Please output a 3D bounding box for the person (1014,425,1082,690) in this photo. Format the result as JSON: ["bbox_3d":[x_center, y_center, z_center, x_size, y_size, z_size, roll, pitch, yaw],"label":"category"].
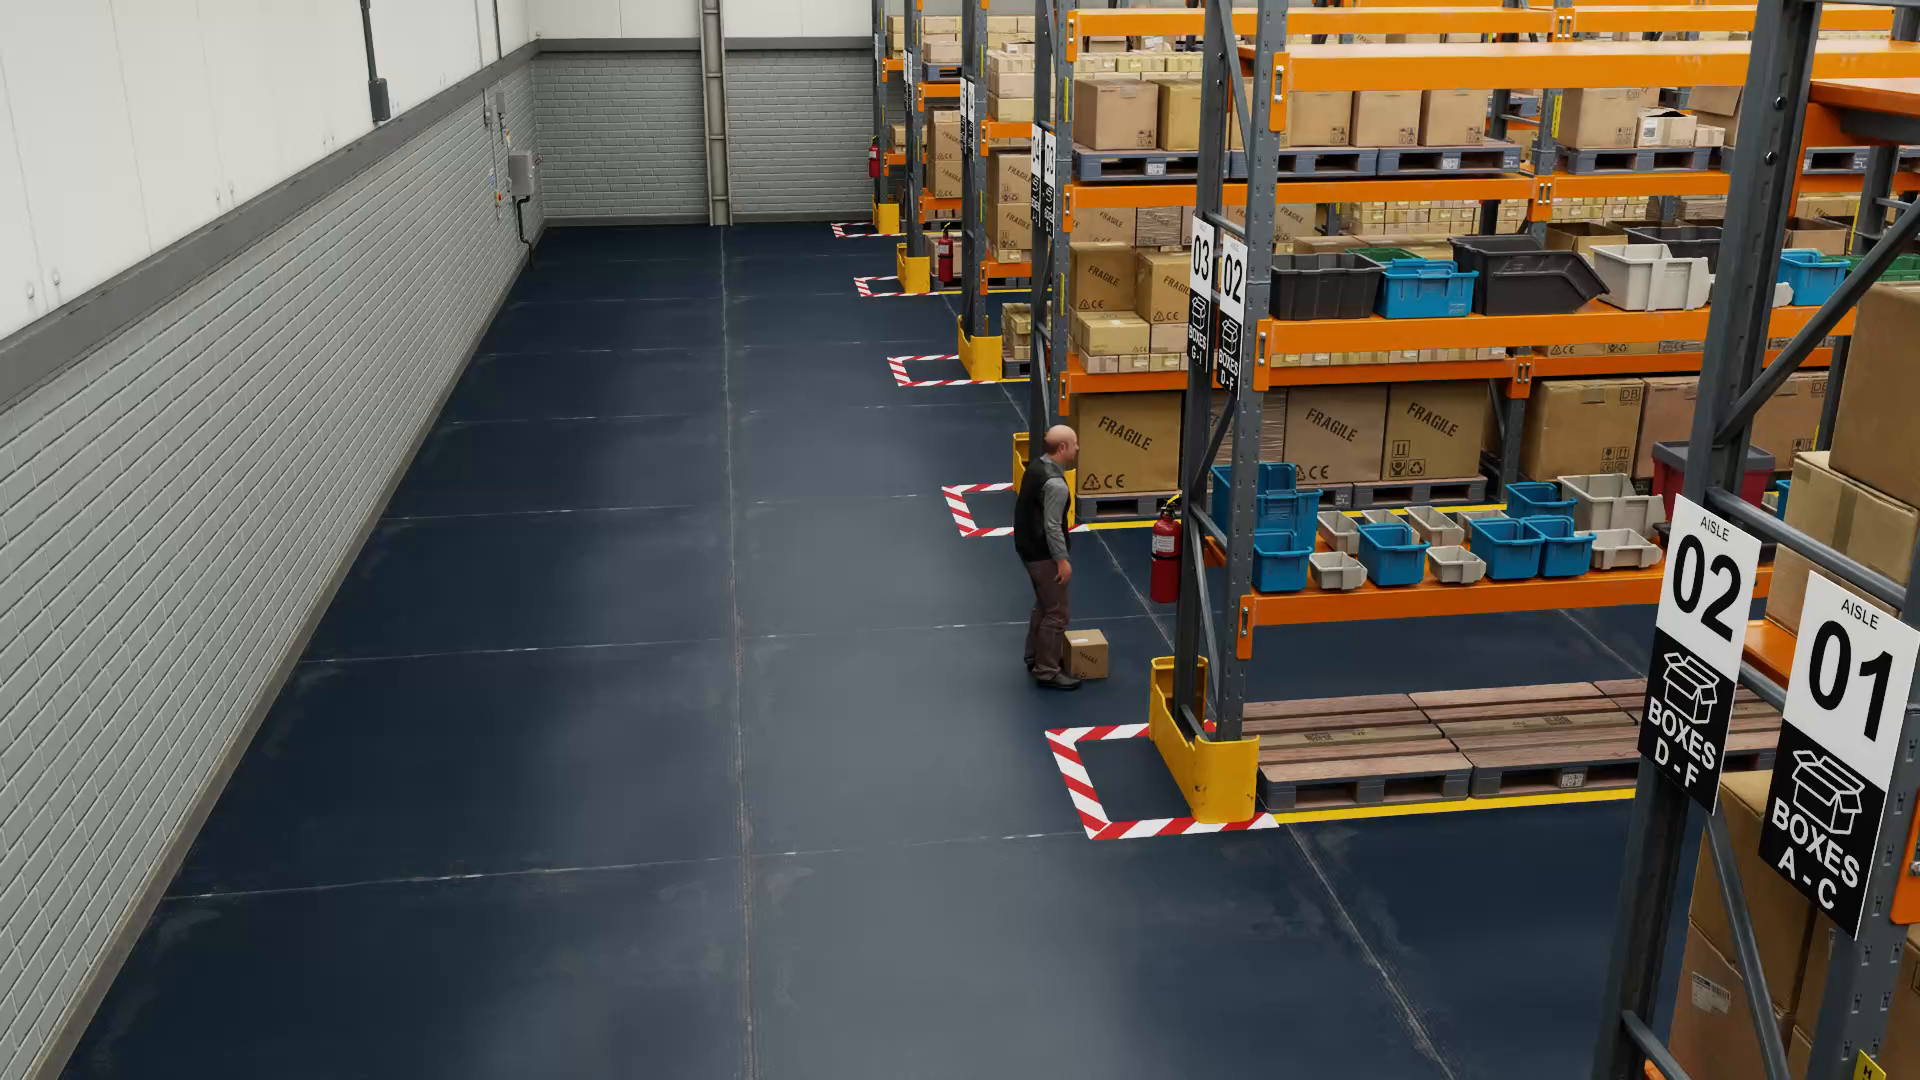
[{"bbox_3d":[0.563,0.092,10.855,0.412,1.721,0.586,-3,20,-9],"label":"person"}]
